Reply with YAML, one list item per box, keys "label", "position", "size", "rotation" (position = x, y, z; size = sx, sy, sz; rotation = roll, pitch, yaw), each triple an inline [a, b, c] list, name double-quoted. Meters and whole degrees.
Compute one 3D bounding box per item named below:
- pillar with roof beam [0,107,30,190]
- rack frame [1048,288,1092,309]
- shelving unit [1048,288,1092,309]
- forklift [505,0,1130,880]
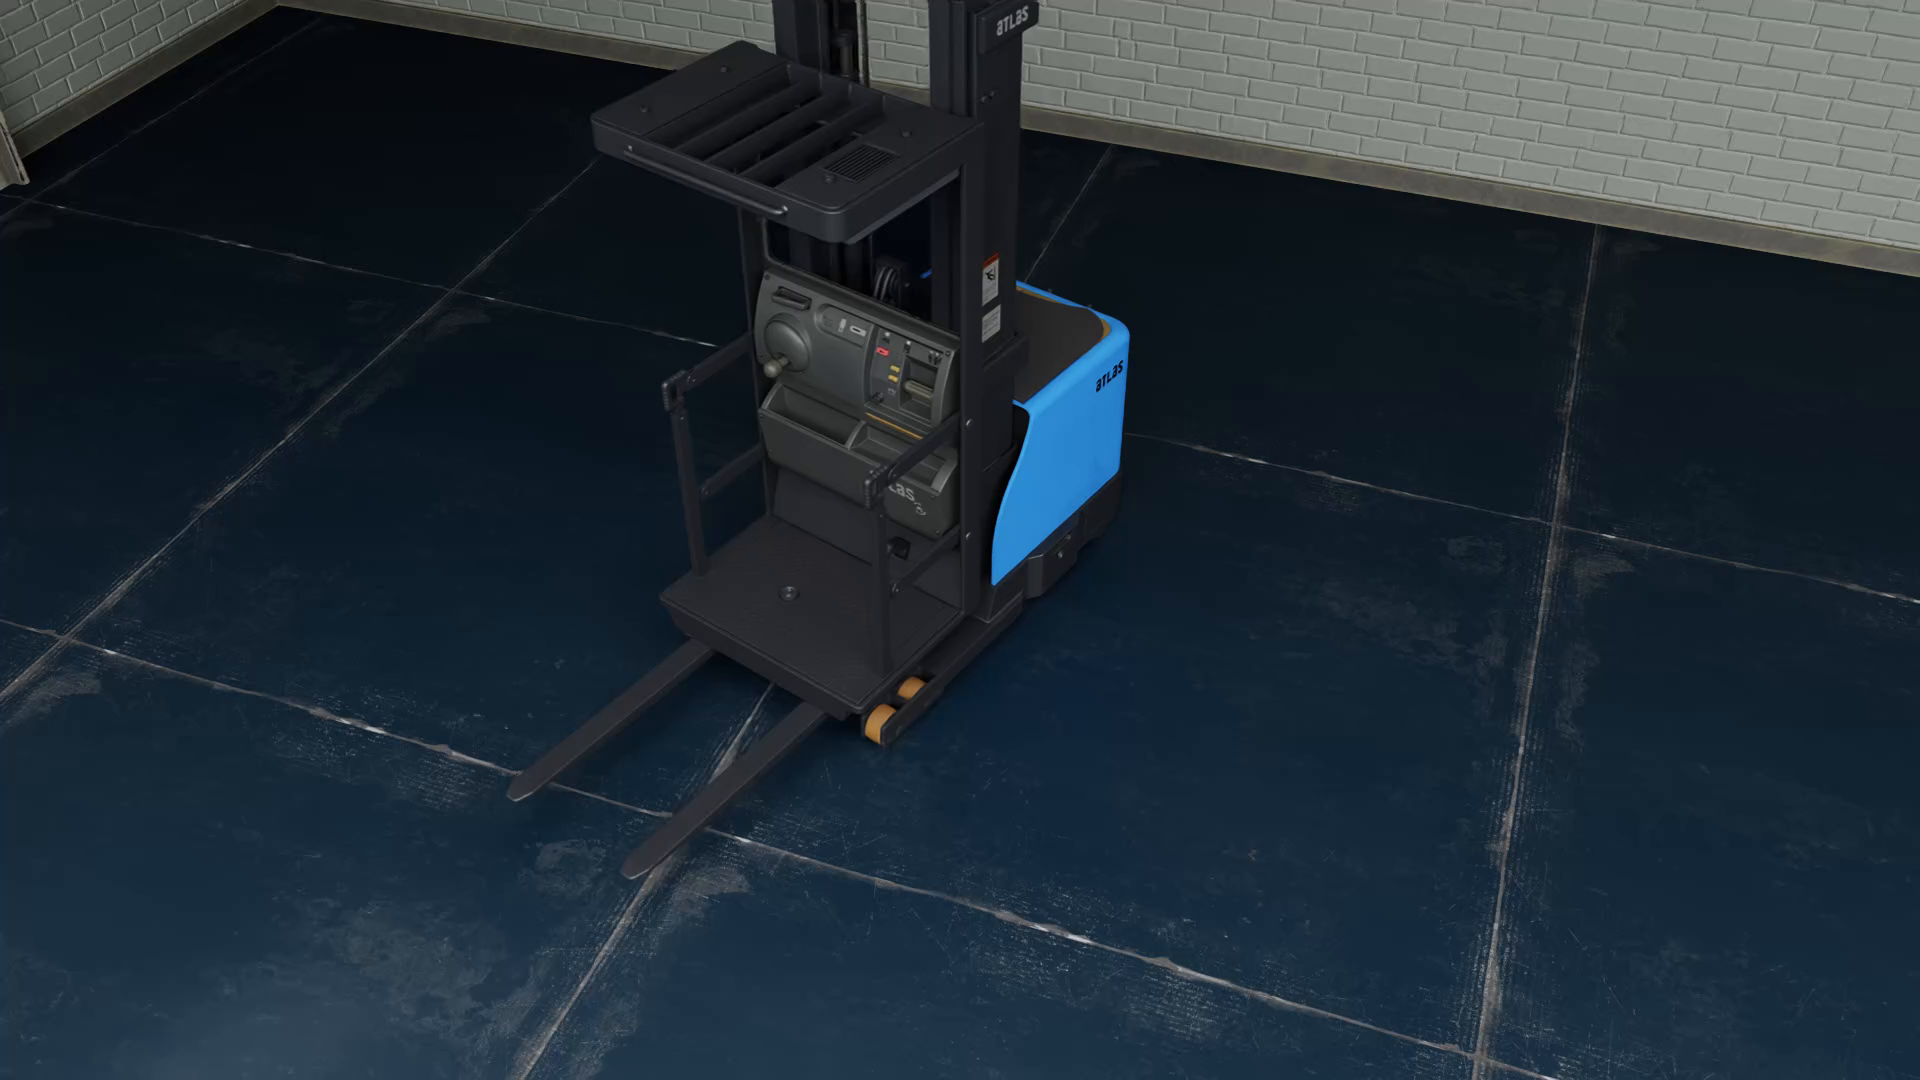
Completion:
- label: "pillar with roof beam"
  position: [-1.928, -4.608, 6.171]
  size: [9.100, 9.000, 0.400]
  rotation: [13, 42, 15]
- label: "rack frame"
  position: [0.503, -0.771, 7.914]
  size: [0.240, 0.900, 0.006]
  rotation: [26, 47, 27]
- label: "shelving unit"
  position: [0.442, -0.718, 7.852]
  size: [0.258, 0.900, 0.210]
  rotation: [26, 47, 27]
- label: "forklift"
  position: [-0.537, -0.648, 6.205]
  size: [1.130, 2.935, 3.031]
  rotation: [26, 47, 27]
